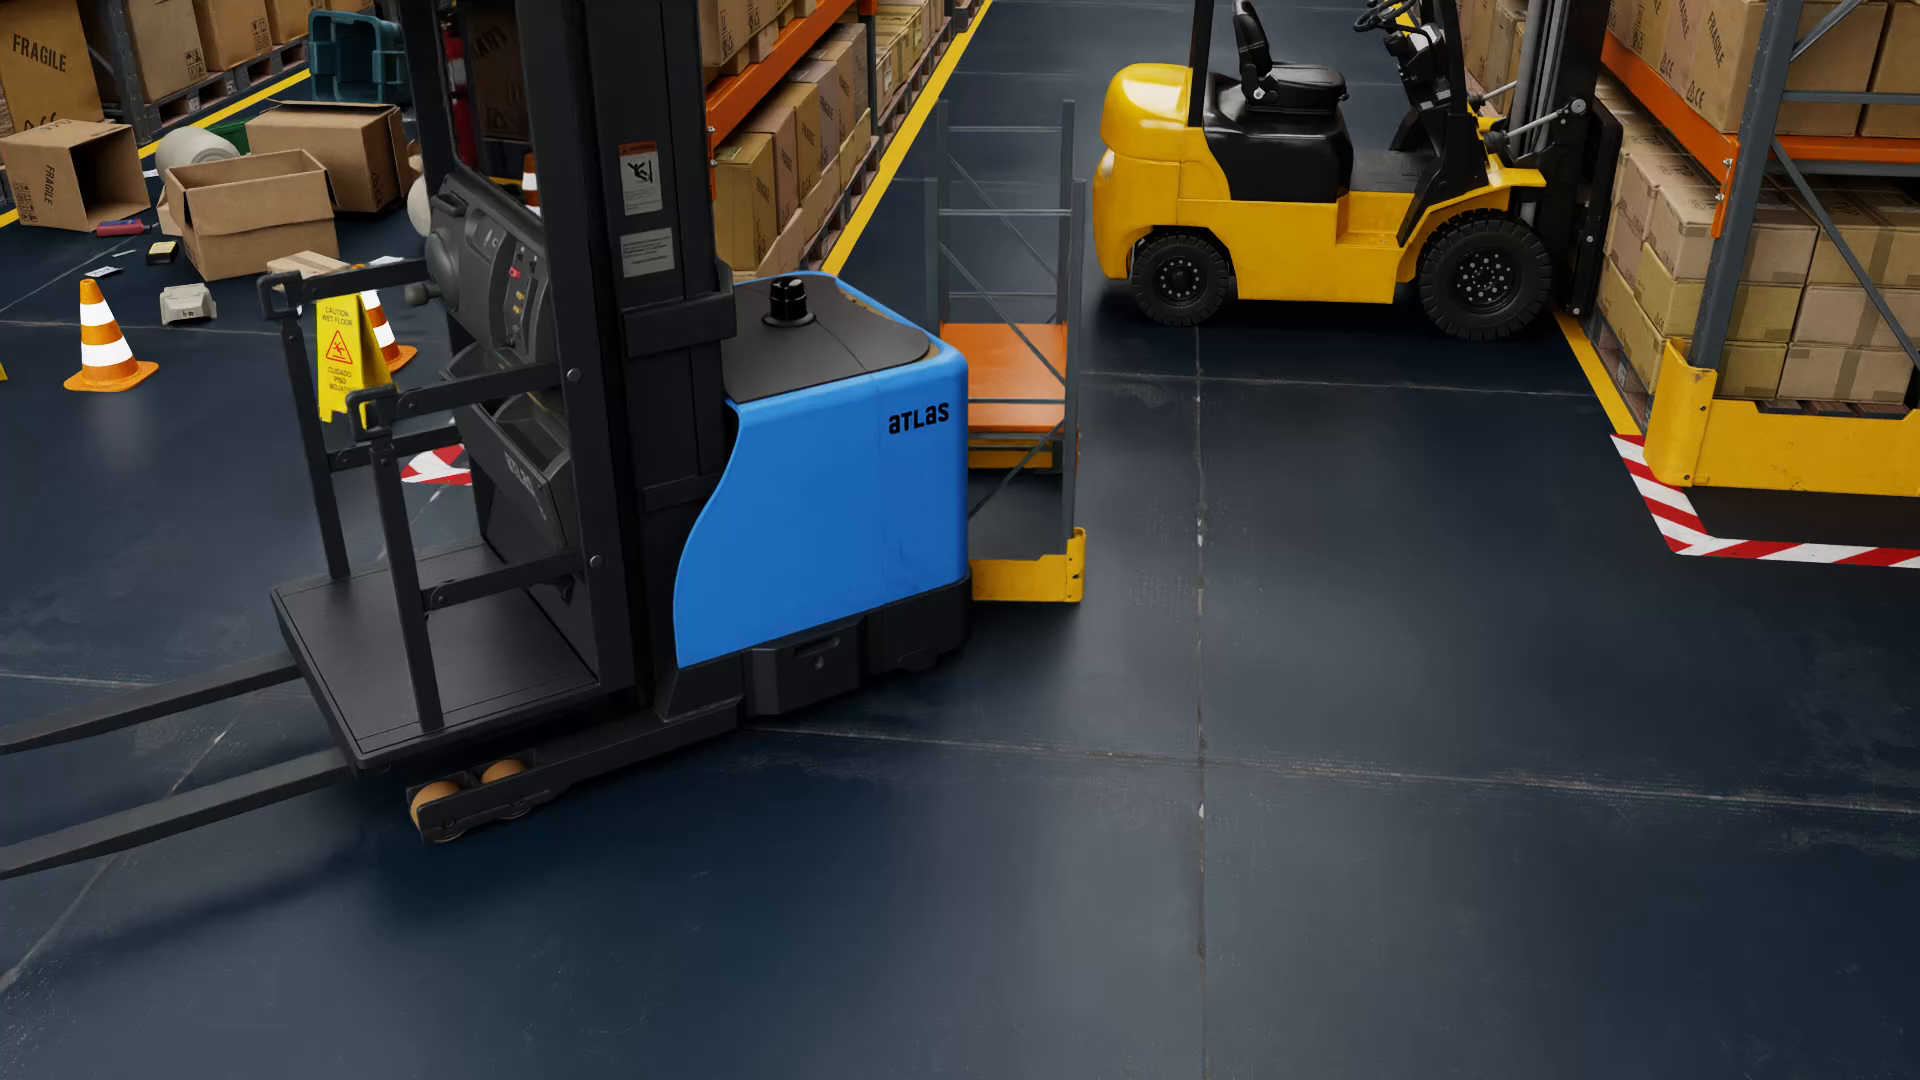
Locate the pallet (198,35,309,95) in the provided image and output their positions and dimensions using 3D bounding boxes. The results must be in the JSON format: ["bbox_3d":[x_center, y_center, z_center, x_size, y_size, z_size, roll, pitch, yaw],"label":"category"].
[{"bbox_3d":[-5.790,-3.725,12.942,1.003,0.211,1.213,3,28,6],"label":"pallet"}]

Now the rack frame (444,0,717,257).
[{"bbox_3d":[-1.522,-1.886,6.589,1.000,3.000,0.127,3,28,6],"label":"rack frame"}]

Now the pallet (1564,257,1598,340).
[{"bbox_3d":[3.609,-1.307,8.454,1.003,0.211,1.213,3,28,6],"label":"pallet"}]

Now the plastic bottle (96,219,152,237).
[{"bbox_3d":[-4.765,-1.785,9.500,0.283,0.061,0.133,-6,29,-11],"label":"plastic bottle"}]

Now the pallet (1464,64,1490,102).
[{"bbox_3d":[4.093,-3.180,11.930,1.003,0.211,1.213,3,28,6],"label":"pallet"}]

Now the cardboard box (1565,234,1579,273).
[{"bbox_3d":[3.331,-1.528,8.380,0.500,0.250,0.500,4,29,8],"label":"cardboard box"}]

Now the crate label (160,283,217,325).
[{"bbox_3d":[-3.858,-1.182,8.299,0.250,0.136,0.298,-11,30,-20],"label":"crate label"}]

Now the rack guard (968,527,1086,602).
[{"bbox_3d":[0.141,0.083,5.832,0.587,0.250,0.087,1,28,1],"label":"rack guard"}]

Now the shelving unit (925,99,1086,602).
[{"bbox_3d":[0.153,-0.703,5.974,0.587,1.500,1.083,1,28,1],"label":"shelving unit"}]

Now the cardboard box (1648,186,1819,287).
[{"bbox_3d":[3.152,-1.249,6.808,0.500,0.250,0.500,4,29,8],"label":"cardboard box"}]

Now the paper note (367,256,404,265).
[{"bbox_3d":[-3.129,-1.526,9.062,0.148,0.019,0.142,14,31,24],"label":"paper note"}]

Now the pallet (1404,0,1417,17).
[{"bbox_3d":[4.666,-5.060,15.419,1.003,0.211,1.213,3,28,6],"label":"pallet"}]

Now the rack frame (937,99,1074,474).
[{"bbox_3d":[0.166,-0.940,6.413,0.500,1.500,0.032,1,28,1],"label":"rack frame"}]

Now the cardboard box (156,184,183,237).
[{"bbox_3d":[-4.340,-1.889,9.477,0.396,0.266,0.258,8,29,15],"label":"cardboard box"}]

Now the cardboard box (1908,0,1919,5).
[{"bbox_3d":[3.704,-2.074,6.147,0.380,0.149,0.250,3,28,5],"label":"cardboard box"}]

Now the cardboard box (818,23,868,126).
[{"bbox_3d":[-0.838,-2.780,9.912,0.500,0.500,0.500,3,28,5],"label":"cardboard box"}]

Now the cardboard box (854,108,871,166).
[{"bbox_3d":[-0.838,-2.450,10.091,0.500,0.250,0.500,5,29,9],"label":"cardboard box"}]

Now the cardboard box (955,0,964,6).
[{"bbox_3d":[-0.375,-5.222,14.578,0.875,0.875,0.875,3,28,6],"label":"cardboard box"}]

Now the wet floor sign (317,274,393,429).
[{"bbox_3d":[-2.607,-0.823,7.097,0.267,0.644,0.232,14,31,24],"label":"wet floor sign"}]

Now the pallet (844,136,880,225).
[{"bbox_3d":[-1.079,-2.223,10.154,1.003,0.211,1.213,3,28,6],"label":"pallet"}]

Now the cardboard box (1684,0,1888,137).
[{"bbox_3d":[3.204,-1.891,6.491,0.500,0.500,0.500,3,28,5],"label":"cardboard box"}]

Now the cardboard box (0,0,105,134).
[{"bbox_3d":[-6.104,-2.967,10.392,0.875,0.875,0.875,4,29,7],"label":"cardboard box"}]

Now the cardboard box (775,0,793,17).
[{"bbox_3d":[-1.067,-2.752,7.777,0.500,0.500,0.500,3,28,5],"label":"cardboard box"}]

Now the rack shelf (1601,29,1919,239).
[{"bbox_3d":[3.650,-2.224,7.975,1.077,0.370,4.000,3,28,6],"label":"rack shelf"}]

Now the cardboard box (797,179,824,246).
[{"bbox_3d":[-1.024,-1.722,8.740,0.500,0.250,0.500,5,29,10],"label":"cardboard box"}]

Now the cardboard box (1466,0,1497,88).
[{"bbox_3d":[4.140,-3.587,11.807,0.875,0.625,0.625,2,28,4],"label":"cardboard box"}]

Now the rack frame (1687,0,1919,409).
[{"bbox_3d":[3.405,-1.600,6.057,1.000,3.000,0.127,3,28,6],"label":"rack frame"}]

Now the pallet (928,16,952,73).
[{"bbox_3d":[-0.639,-4.057,13.557,1.003,0.211,1.213,3,28,6],"label":"pallet"}]

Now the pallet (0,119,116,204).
[{"bbox_3d":[-6.128,-2.428,10.535,1.003,0.211,1.213,3,28,6],"label":"pallet"}]

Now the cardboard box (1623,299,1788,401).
[{"bbox_3d":[3.149,-0.814,7.054,0.500,0.250,0.500,4,29,7],"label":"cardboard box"}]

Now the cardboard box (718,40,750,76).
[{"bbox_3d":[-1.145,-2.163,7.368,0.380,0.149,0.250,2,28,5],"label":"cardboard box"}]

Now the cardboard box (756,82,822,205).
[{"bbox_3d":[-1.017,-2.048,8.554,0.500,0.500,0.500,4,29,7],"label":"cardboard box"}]

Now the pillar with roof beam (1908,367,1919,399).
[{"bbox_3d":[0.112,-4.766,5.609,9.100,9.000,0.400,3,28,6],"label":"pillar with roof beam"}]

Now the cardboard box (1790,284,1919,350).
[{"bbox_3d":[3.668,-1.003,6.879,0.500,0.250,0.500,4,29,7],"label":"cardboard box"}]

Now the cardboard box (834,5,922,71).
[{"bbox_3d":[-0.802,-3.710,12.302,0.950,0.372,0.625,4,29,8],"label":"cardboard box"}]

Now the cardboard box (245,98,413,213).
[{"bbox_3d":[-3.713,-2.262,9.774,0.797,0.637,0.503,3,28,6],"label":"cardboard box"}]

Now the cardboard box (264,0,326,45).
[{"bbox_3d":[-5.735,-4.393,13.172,1.050,0.750,0.750,4,29,7],"label":"cardboard box"}]

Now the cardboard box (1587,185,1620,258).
[{"bbox_3d":[3.269,-1.521,7.840,0.500,0.250,0.500,3,28,5],"label":"cardboard box"}]

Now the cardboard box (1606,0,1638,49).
[{"bbox_3d":[3.390,-2.613,7.832,0.500,0.500,0.500,4,29,7],"label":"cardboard box"}]

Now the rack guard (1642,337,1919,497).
[{"bbox_3d":[3.402,-0.488,6.628,1.175,0.500,0.348,3,28,6],"label":"rack guard"}]

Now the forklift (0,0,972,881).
[{"bbox_3d":[-1.481,-0.728,4.511,3.031,2.935,1.130,-17,32,-28],"label":"forklift"}]

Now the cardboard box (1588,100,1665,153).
[{"bbox_3d":[3.330,-1.966,8.139,0.500,0.250,0.500,3,28,5],"label":"cardboard box"}]

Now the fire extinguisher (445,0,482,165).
[{"bbox_3d":[-1.994,-1.825,6.557,0.296,0.674,0.183,3,28,6],"label":"fire extinguisher"}]
